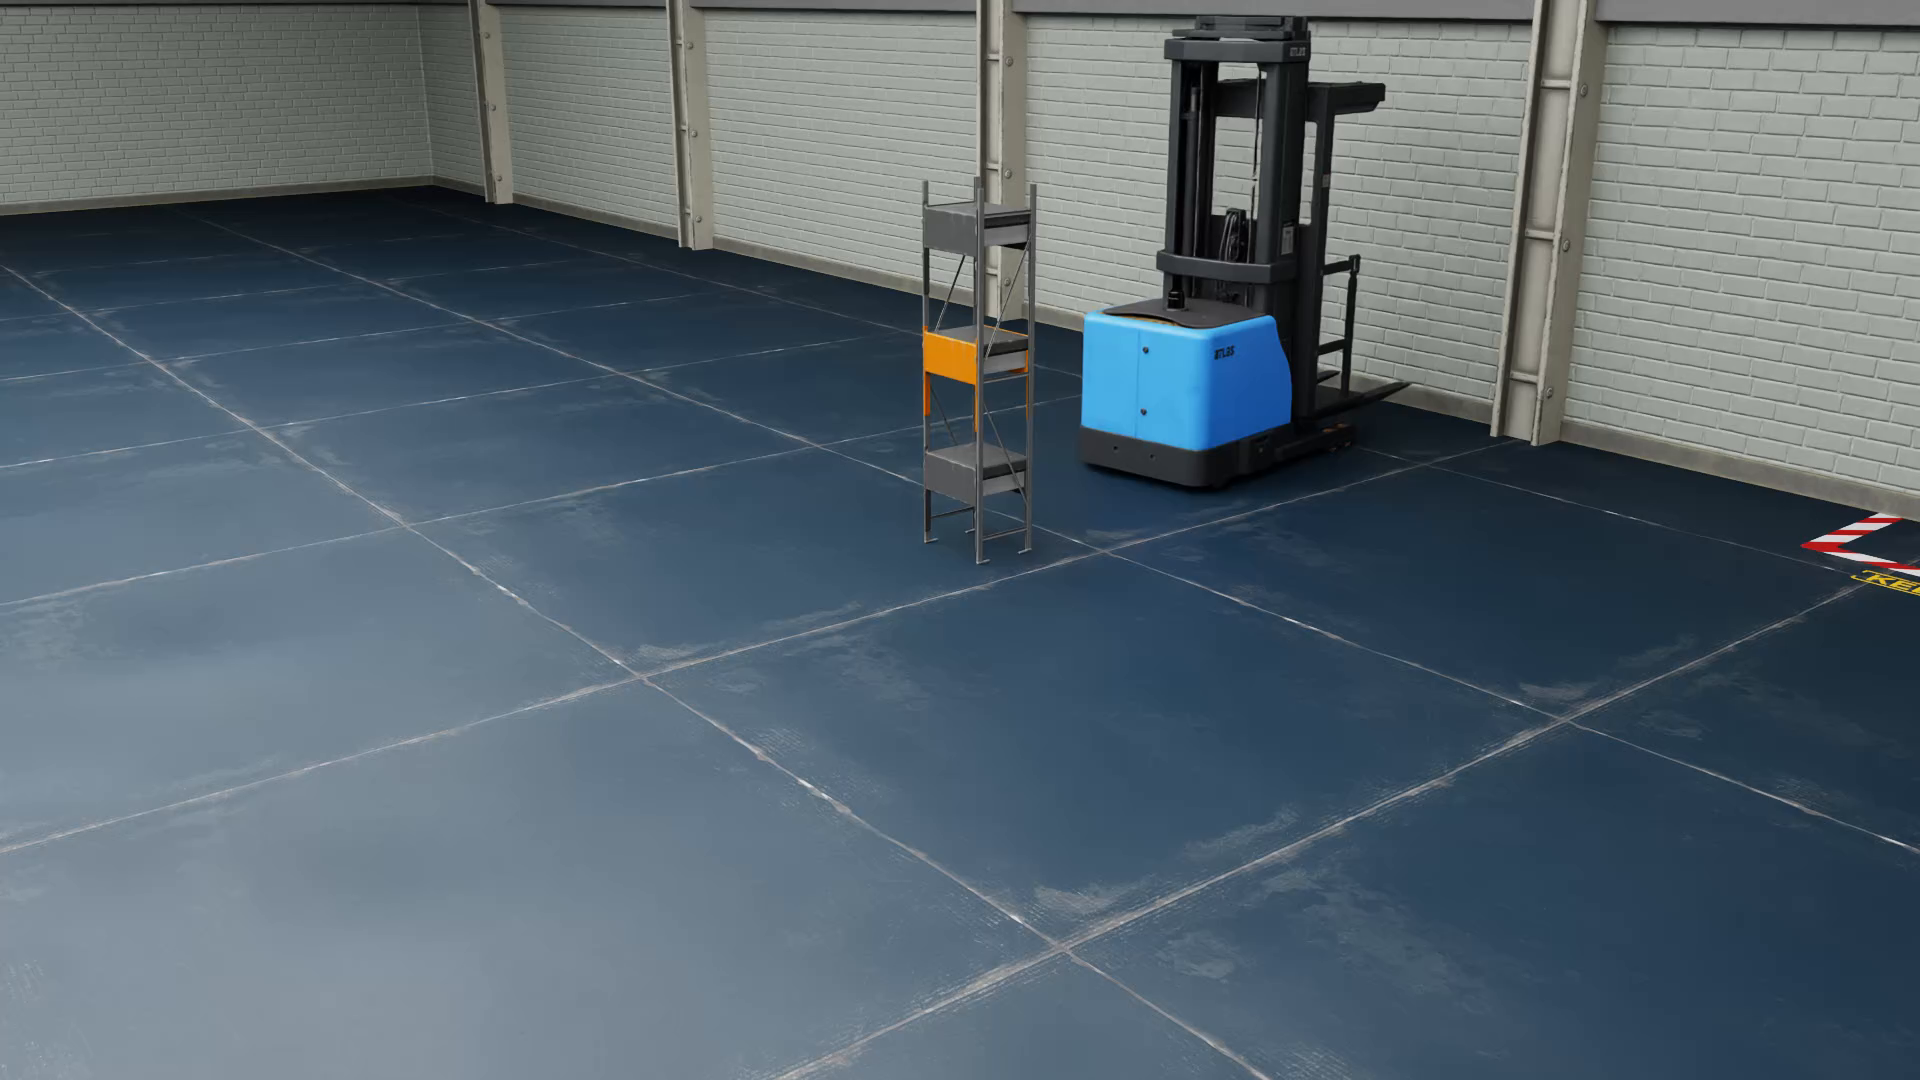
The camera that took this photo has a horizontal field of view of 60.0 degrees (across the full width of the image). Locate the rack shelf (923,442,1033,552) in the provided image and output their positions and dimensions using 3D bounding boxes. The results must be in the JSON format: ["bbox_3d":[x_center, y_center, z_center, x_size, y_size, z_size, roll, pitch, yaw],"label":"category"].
[{"bbox_3d":[0.103,-0.279,9.634,0.431,0.518,0.480,-14,23,-36],"label":"rack shelf"}]

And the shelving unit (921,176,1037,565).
[{"bbox_3d":[0.103,-0.956,9.409,0.431,2.100,0.503,-14,23,-36],"label":"shelving unit"}]

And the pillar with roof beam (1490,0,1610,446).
[{"bbox_3d":[0.747,-4.181,8.172,9.100,9.000,0.400,-14,23,-36],"label":"pillar with roof beam"}]

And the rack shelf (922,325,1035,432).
[{"bbox_3d":[0.103,-0.943,9.414,0.431,0.518,0.480,-14,23,-36],"label":"rack shelf"}]

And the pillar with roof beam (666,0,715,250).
[{"bbox_3d":[-6.703,-7.138,17.102,9.100,9.000,0.400,-14,23,-36],"label":"pillar with roof beam"}]

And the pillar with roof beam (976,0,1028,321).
[{"bbox_3d":[-2.978,-5.659,12.637,9.100,9.000,0.400,-14,23,-36],"label":"pillar with roof beam"}]

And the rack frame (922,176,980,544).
[{"bbox_3d":[-0.049,-1.016,9.591,0.400,2.100,0.015,-14,23,-36],"label":"rack frame"}]

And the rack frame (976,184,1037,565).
[{"bbox_3d":[0.254,-0.896,9.228,0.400,2.100,0.015,-14,23,-36],"label":"rack frame"}]

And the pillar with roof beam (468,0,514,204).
[{"bbox_3d":[-10.429,-8.616,21.567,9.100,9.000,0.400,-14,23,-36],"label":"pillar with roof beam"}]

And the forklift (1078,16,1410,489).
[{"bbox_3d":[2.180,-2.108,11.567,1.130,2.935,3.031,16,24,41],"label":"forklift"}]

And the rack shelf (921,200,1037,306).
[{"bbox_3d":[0.103,-1.608,9.193,0.431,0.518,0.480,-14,23,-36],"label":"rack shelf"}]
